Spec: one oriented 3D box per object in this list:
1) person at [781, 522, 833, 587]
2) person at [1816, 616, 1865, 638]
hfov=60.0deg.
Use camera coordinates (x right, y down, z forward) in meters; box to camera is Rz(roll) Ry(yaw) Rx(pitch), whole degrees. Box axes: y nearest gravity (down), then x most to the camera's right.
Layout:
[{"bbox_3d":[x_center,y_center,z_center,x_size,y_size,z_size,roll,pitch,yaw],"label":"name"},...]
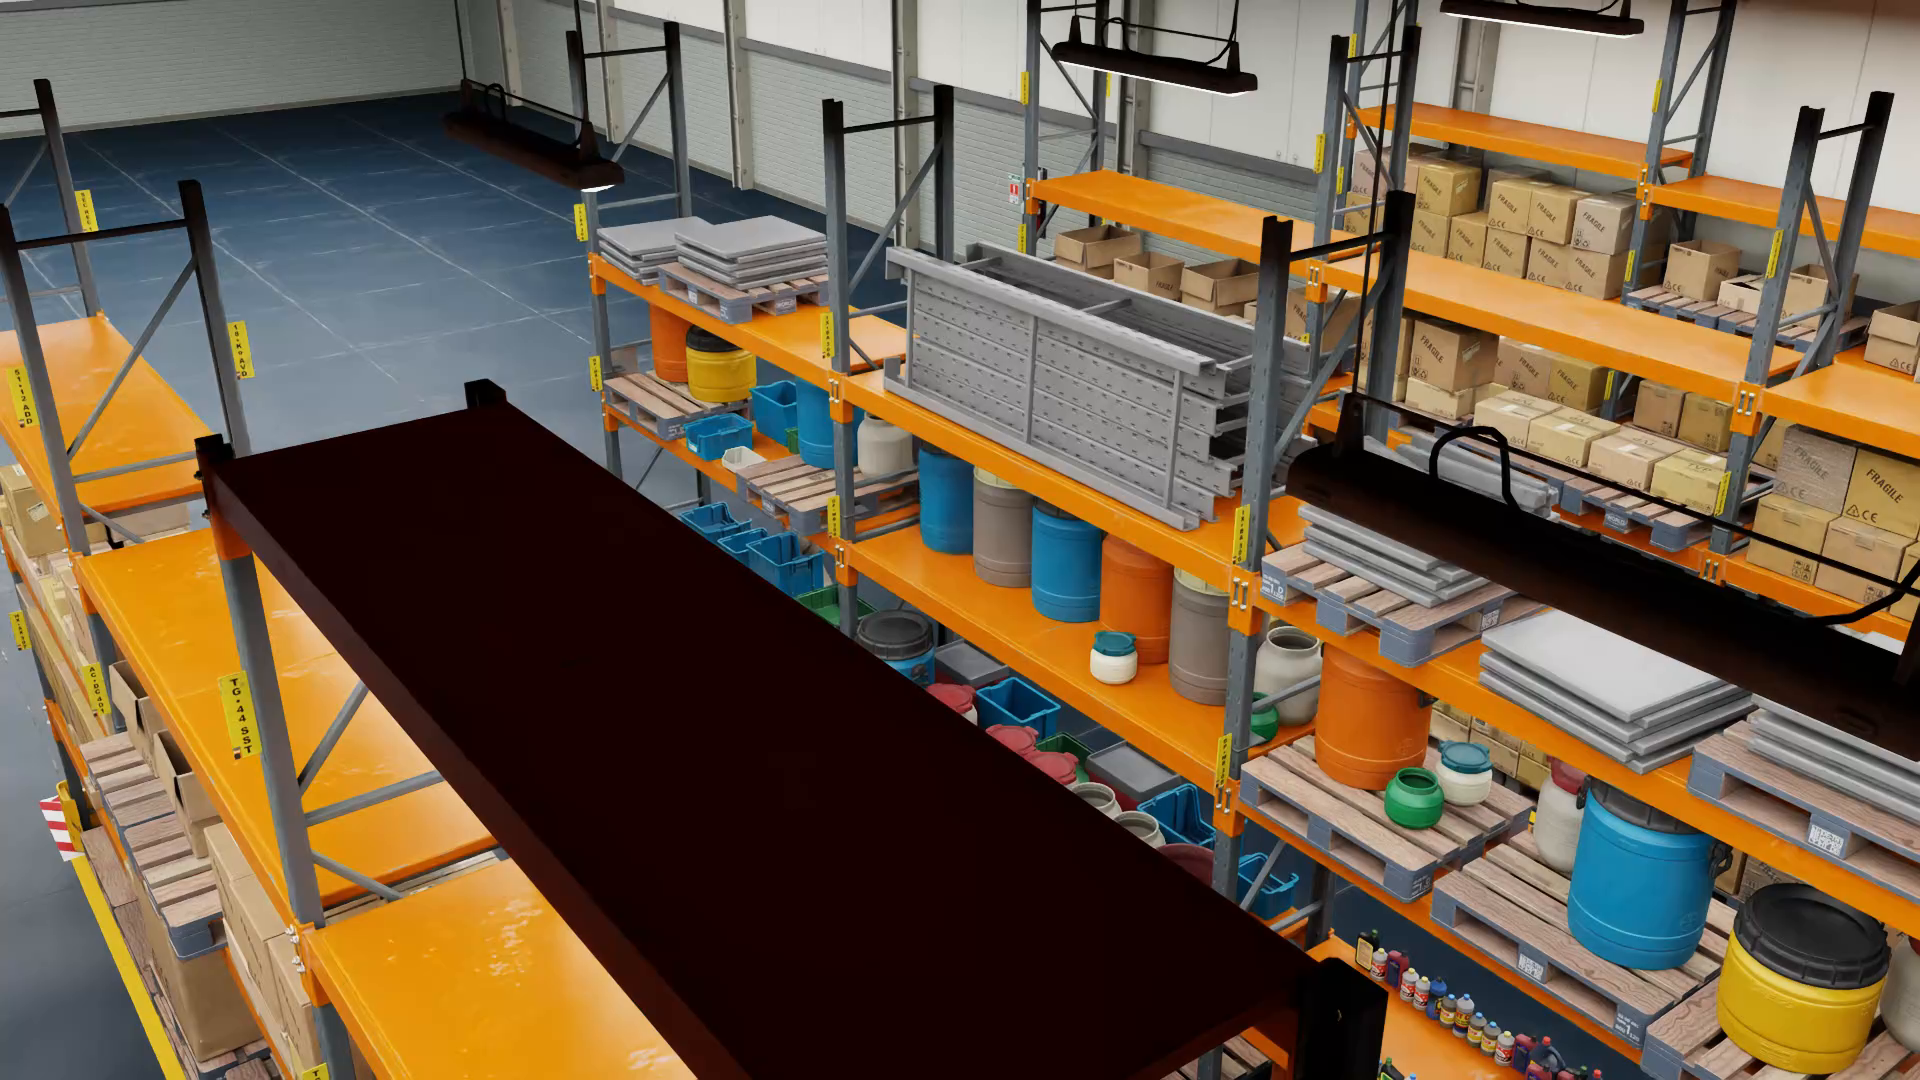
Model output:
[{"bbox_3d":[-1.634,-0.045,17.105,0.703,1.532,0.584,14,28,27],"label":"person"},{"bbox_3d":[7.539,1.114,14.460,0.598,1.792,0.503,-5,25,-10],"label":"person"}]
